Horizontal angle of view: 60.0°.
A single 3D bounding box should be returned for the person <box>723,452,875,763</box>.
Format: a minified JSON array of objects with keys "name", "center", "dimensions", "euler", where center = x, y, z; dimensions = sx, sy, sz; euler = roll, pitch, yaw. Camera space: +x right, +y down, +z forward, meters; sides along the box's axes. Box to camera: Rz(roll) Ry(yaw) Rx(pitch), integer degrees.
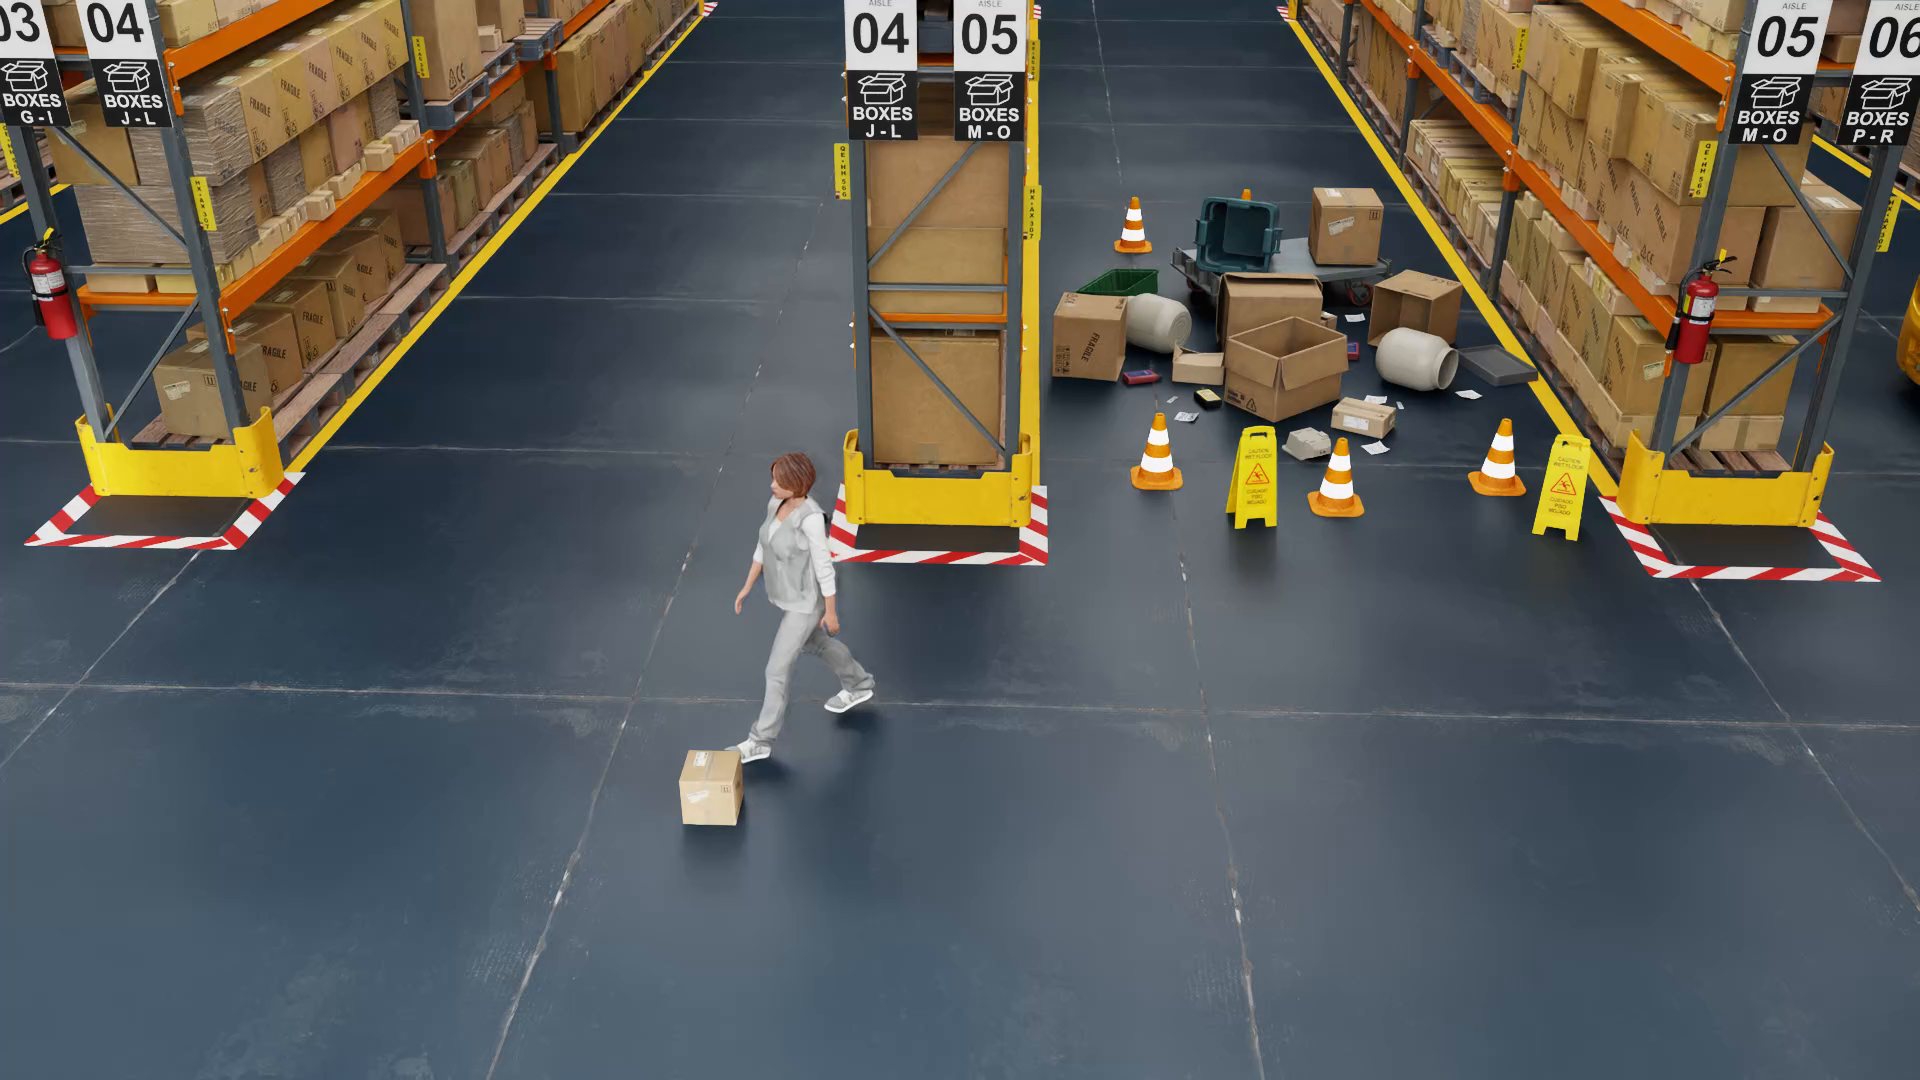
[{"name":"person","center":[-0.831,0.285,8.106],"dimensions":[0.923,1.546,0.438],"euler":[-15,32,-26]}]
